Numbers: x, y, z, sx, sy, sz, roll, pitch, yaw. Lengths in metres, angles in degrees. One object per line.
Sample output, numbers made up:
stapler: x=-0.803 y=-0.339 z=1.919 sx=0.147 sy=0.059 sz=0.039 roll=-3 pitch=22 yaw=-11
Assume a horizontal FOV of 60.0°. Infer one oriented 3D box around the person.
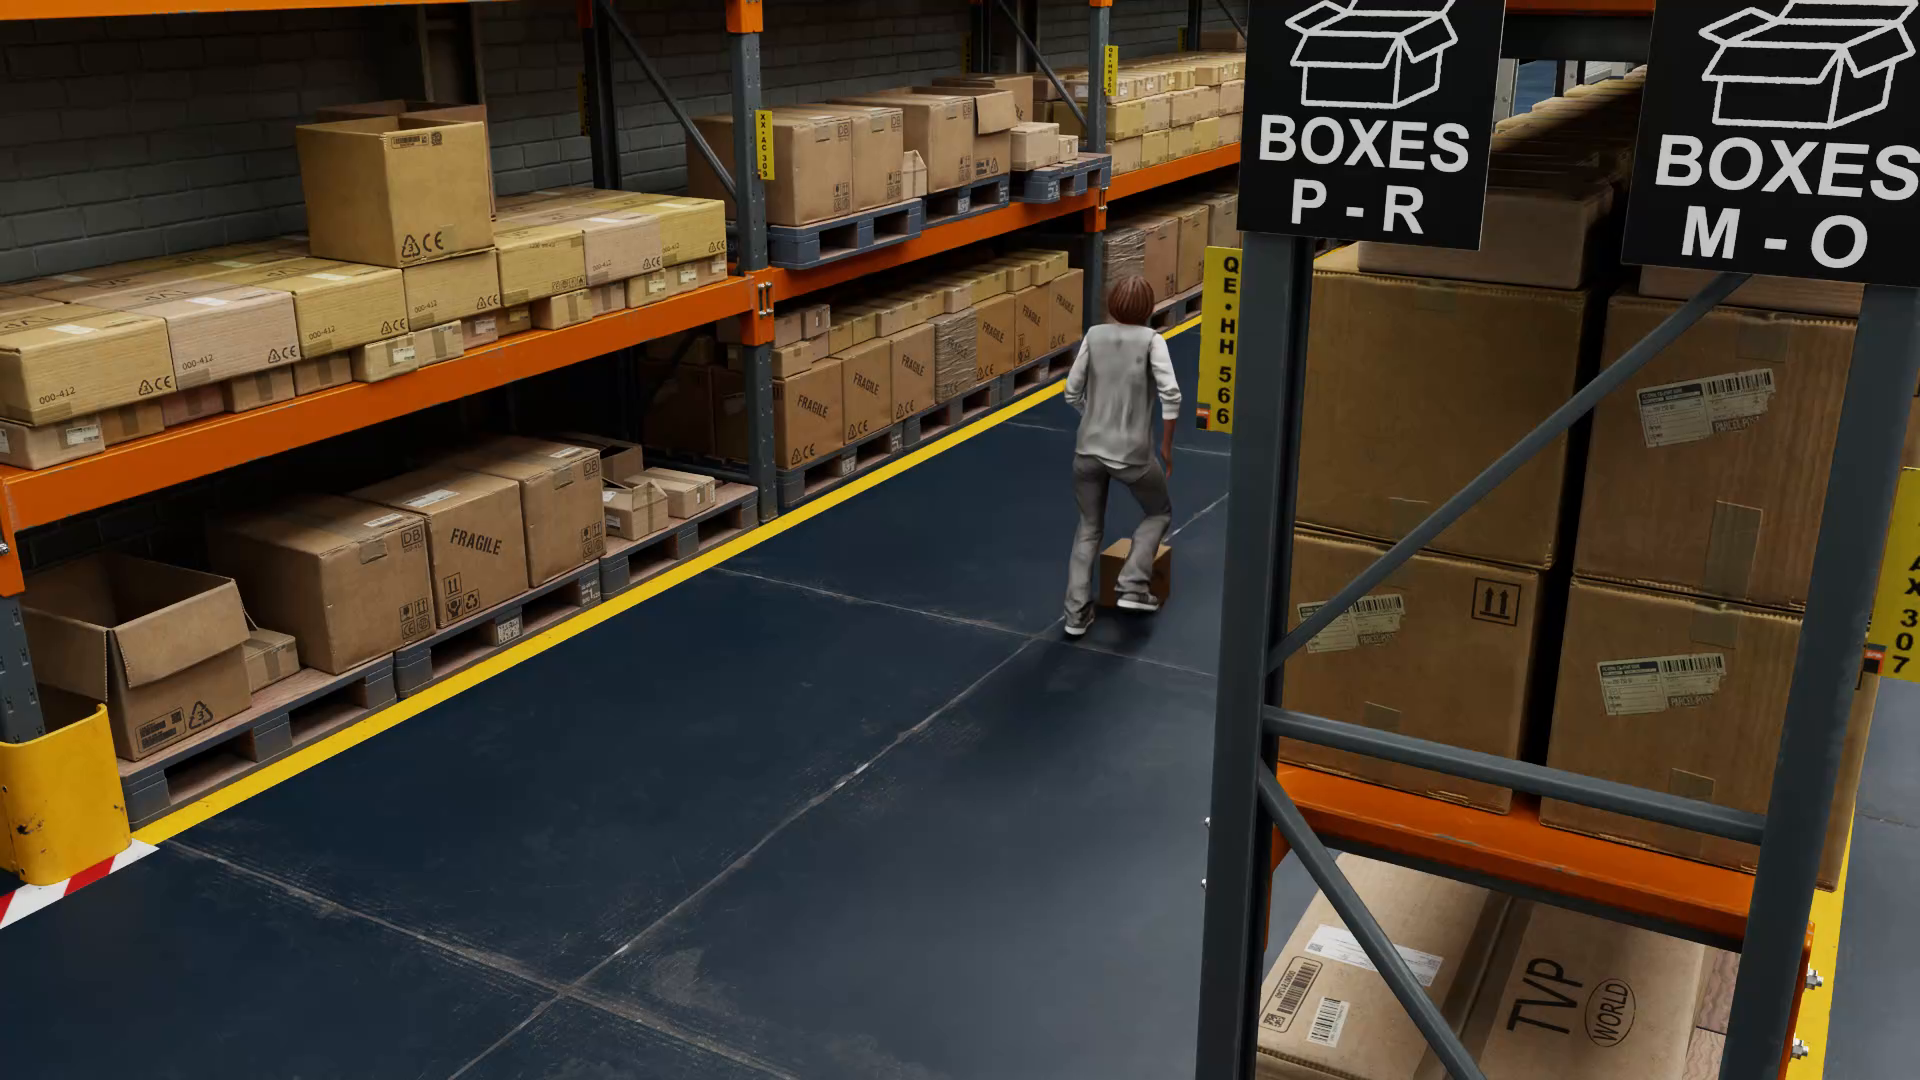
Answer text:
person: x=0.692 y=-0.357 z=7.197 sx=0.566 sy=1.509 sz=0.604 roll=9 pitch=22 yaw=23
